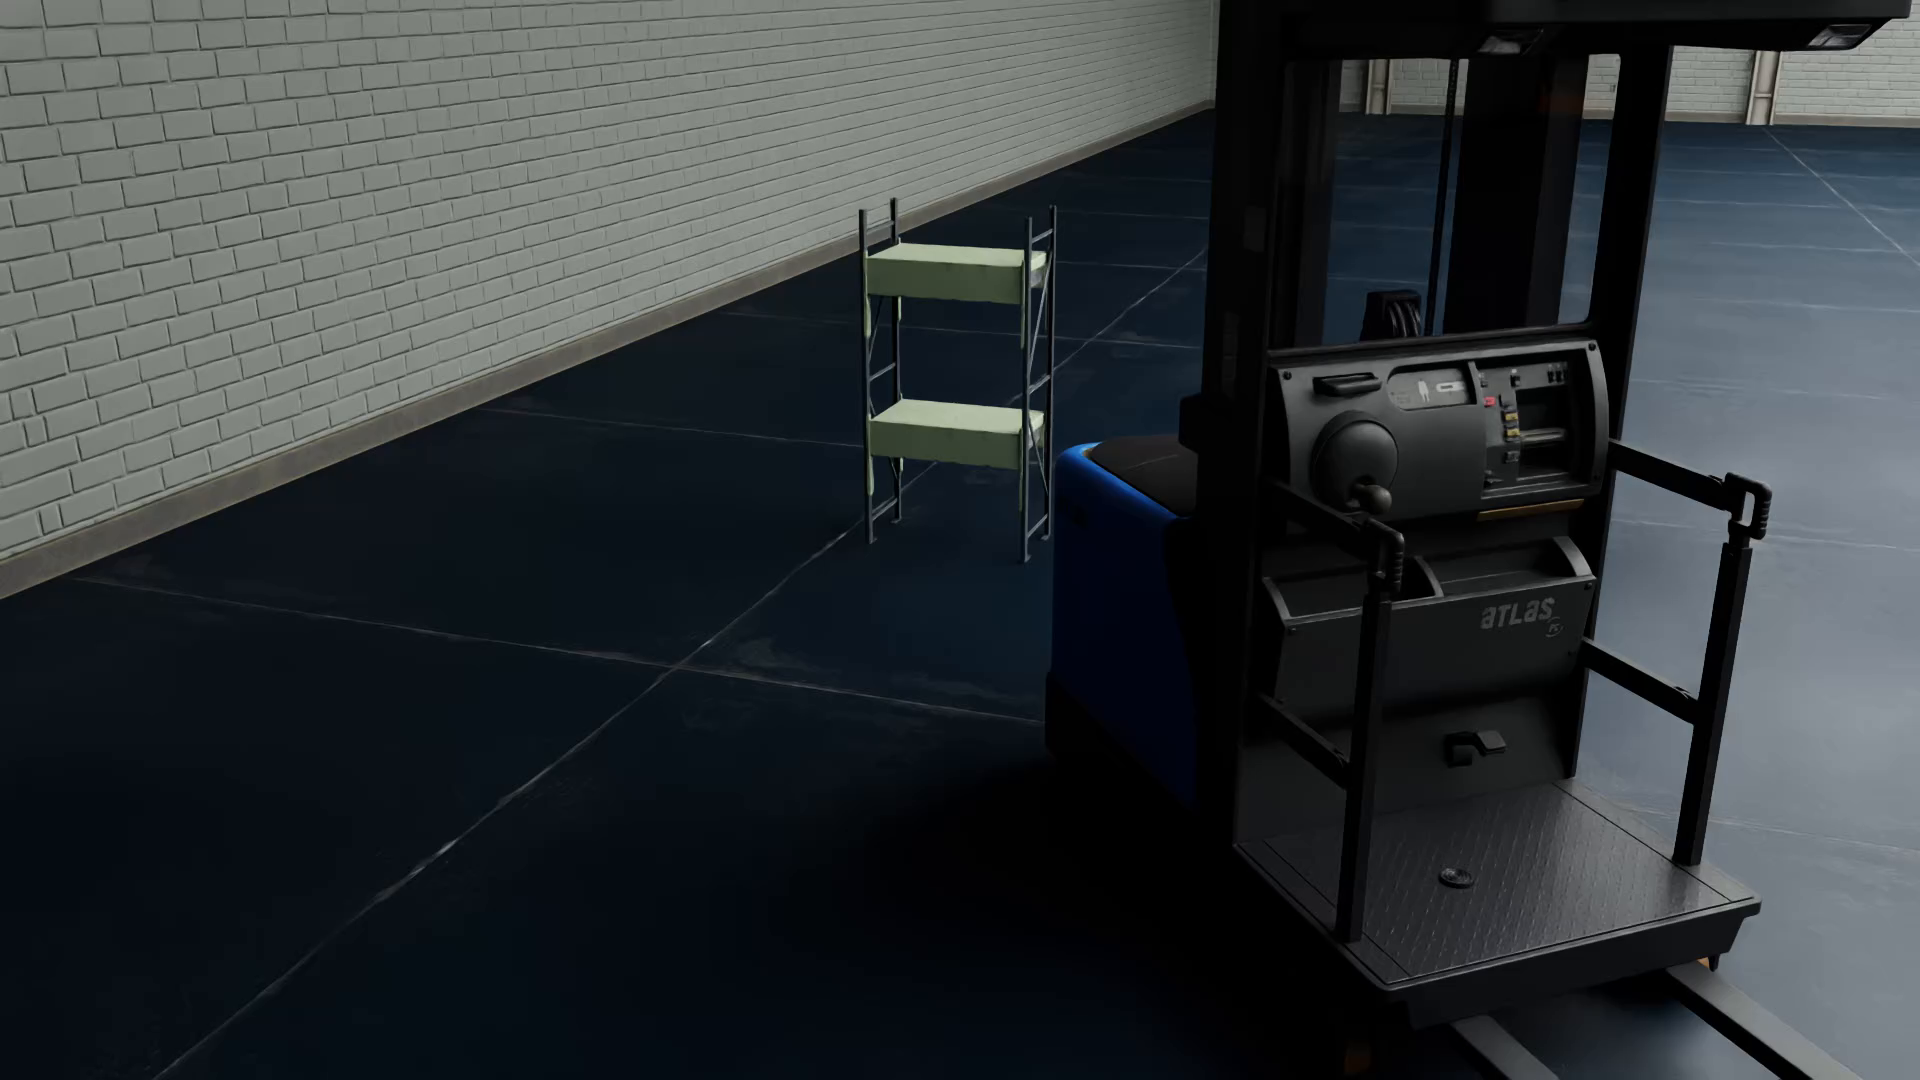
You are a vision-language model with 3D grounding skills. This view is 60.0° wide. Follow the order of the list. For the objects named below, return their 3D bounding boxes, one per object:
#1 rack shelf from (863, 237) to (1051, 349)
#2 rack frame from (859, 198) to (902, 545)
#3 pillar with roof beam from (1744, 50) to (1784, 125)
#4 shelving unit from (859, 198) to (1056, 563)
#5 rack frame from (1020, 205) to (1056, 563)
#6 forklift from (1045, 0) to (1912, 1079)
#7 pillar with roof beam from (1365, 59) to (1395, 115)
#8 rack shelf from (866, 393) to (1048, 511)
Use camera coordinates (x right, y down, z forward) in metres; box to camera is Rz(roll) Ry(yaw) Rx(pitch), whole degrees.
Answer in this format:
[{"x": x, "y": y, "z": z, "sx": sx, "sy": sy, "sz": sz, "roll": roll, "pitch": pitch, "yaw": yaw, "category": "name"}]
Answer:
[{"x": -0.006, "y": -1.077, "z": 7.203, "sx": 0.720, "sy": 0.370, "sz": 0.431, "roll": 7, "pitch": 20, "yaw": 18, "category": "rack shelf"}, {"x": -0.352, "y": -0.748, "z": 7.445, "sx": 0.023, "sy": 1.500, "sz": 0.400, "roll": 7, "pitch": 20, "yaw": 18, "category": "rack frame"}, {"x": 11.459, "y": -9.617, "z": 21.493, "sx": 0.400, "sy": 9.000, "sz": 9.100, "roll": 7, "pitch": 20, "yaw": 18, "category": "pillar with roof beam"}, {"x": -0.006, "y": -0.709, "z": 7.331, "sx": 0.755, "sy": 1.500, "sz": 0.431, "roll": 7, "pitch": 20, "yaw": 18, "category": "shelving unit"}, {"x": 0.339, "y": -0.669, "z": 7.218, "sx": 0.023, "sy": 1.500, "sz": 0.400, "roll": 7, "pitch": 20, "yaw": 18, "category": "rack frame"}, {"x": 1.267, "y": -0.264, "z": 3.881, "sx": 1.130, "sy": 2.935, "sz": 3.031, "roll": -7, "pitch": 20, "yaw": -19, "category": "forklift"}, {"x": 5.791, "y": -10.265, "z": 23.353, "sx": 0.400, "sy": 9.000, "sz": 9.100, "roll": 7, "pitch": 20, "yaw": 18, "category": "pillar with roof beam"}, {"x": -0.006, "y": -0.401, "z": 7.439, "sx": 0.720, "sy": 0.370, "sz": 0.431, "roll": 7, "pitch": 20, "yaw": 18, "category": "rack shelf"}]
